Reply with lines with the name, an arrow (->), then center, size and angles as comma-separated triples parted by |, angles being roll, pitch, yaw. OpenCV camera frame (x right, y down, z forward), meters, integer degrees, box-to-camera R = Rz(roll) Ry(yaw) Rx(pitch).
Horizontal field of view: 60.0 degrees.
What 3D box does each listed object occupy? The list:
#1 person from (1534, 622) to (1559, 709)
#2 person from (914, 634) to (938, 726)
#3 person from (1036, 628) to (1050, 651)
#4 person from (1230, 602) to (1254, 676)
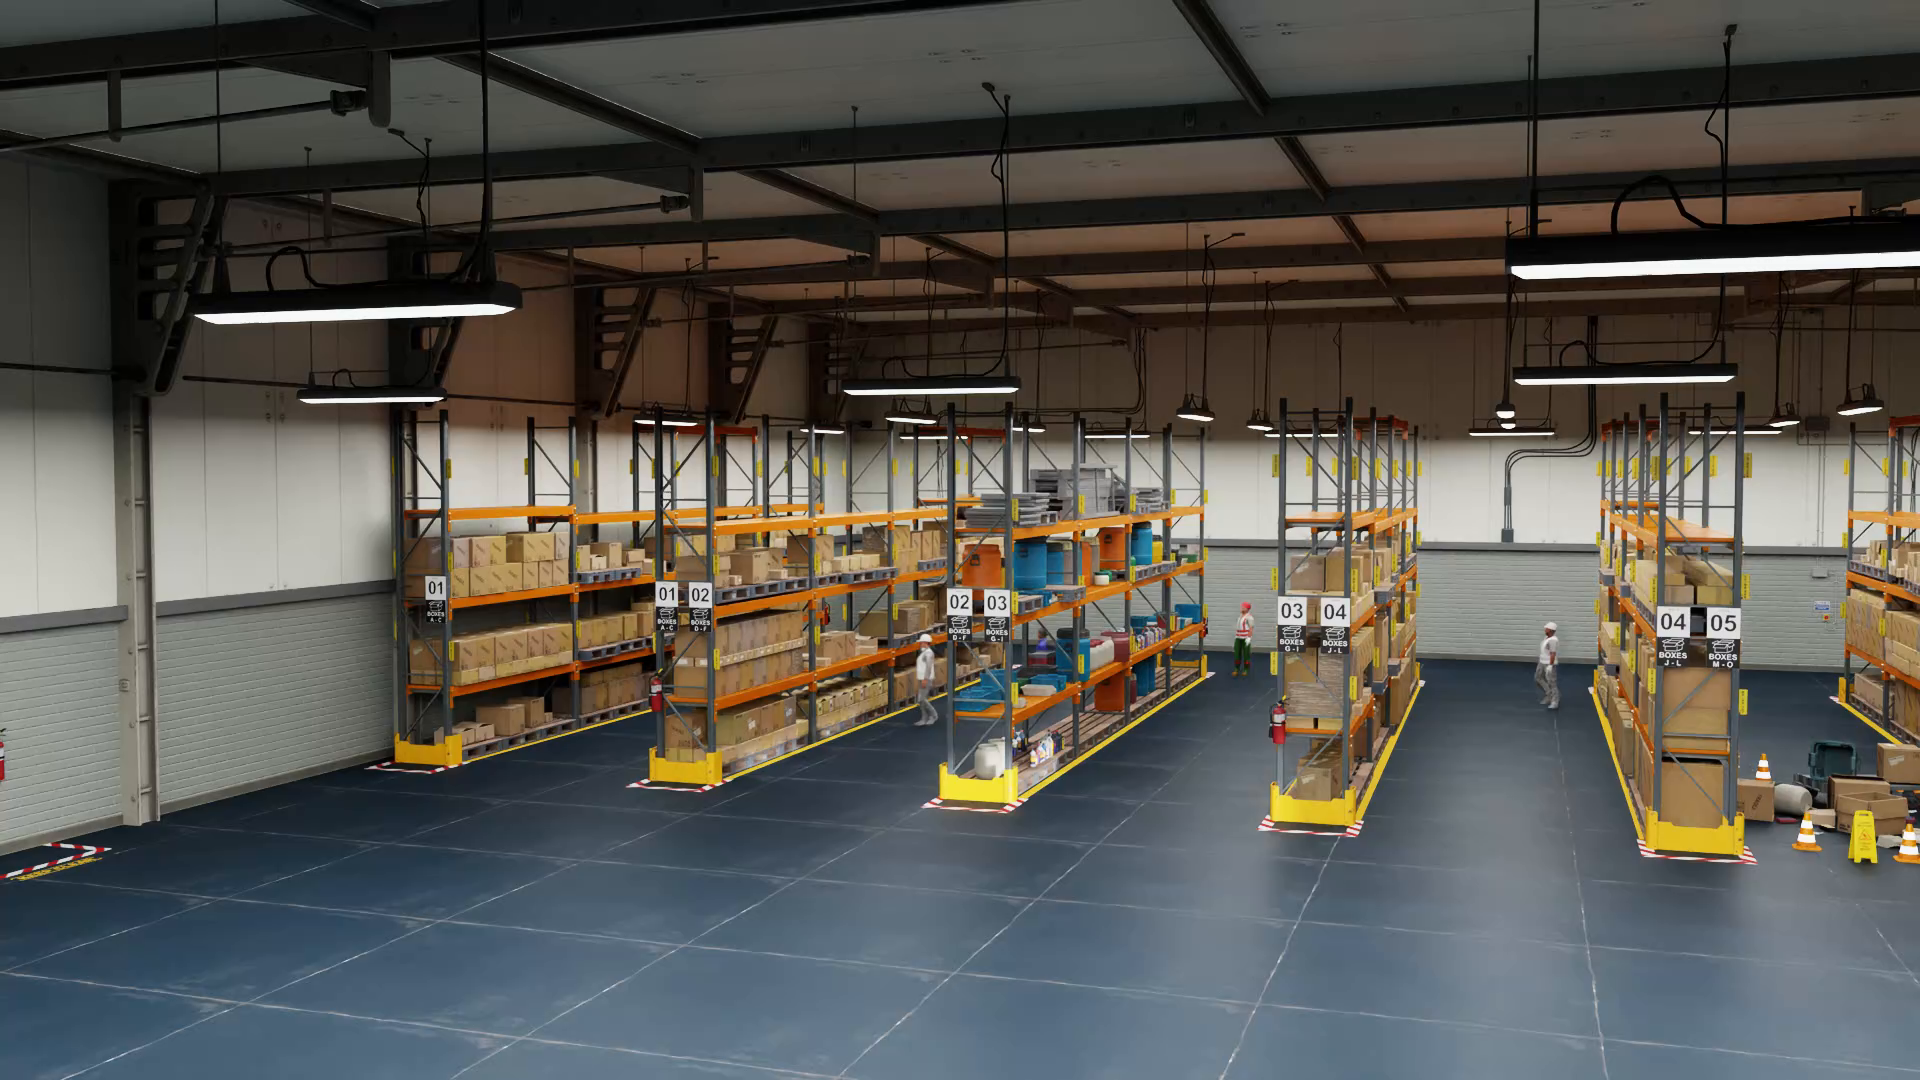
person -> 12.323, 2.606, 34.807 | 0.397, 1.784, 0.689 | 0, 2, -4
person -> -0.662, 2.726, 32.425 | 0.461, 1.783, 0.571 | 0, 2, -9
person -> 1.729, 2.668, 34.915 | 0.381, 1.662, 0.497 | 0, 2, 9
person -> 6.842, 2.396, 40.236 | 0.434, 1.801, 0.599 | -2, 3, -42
